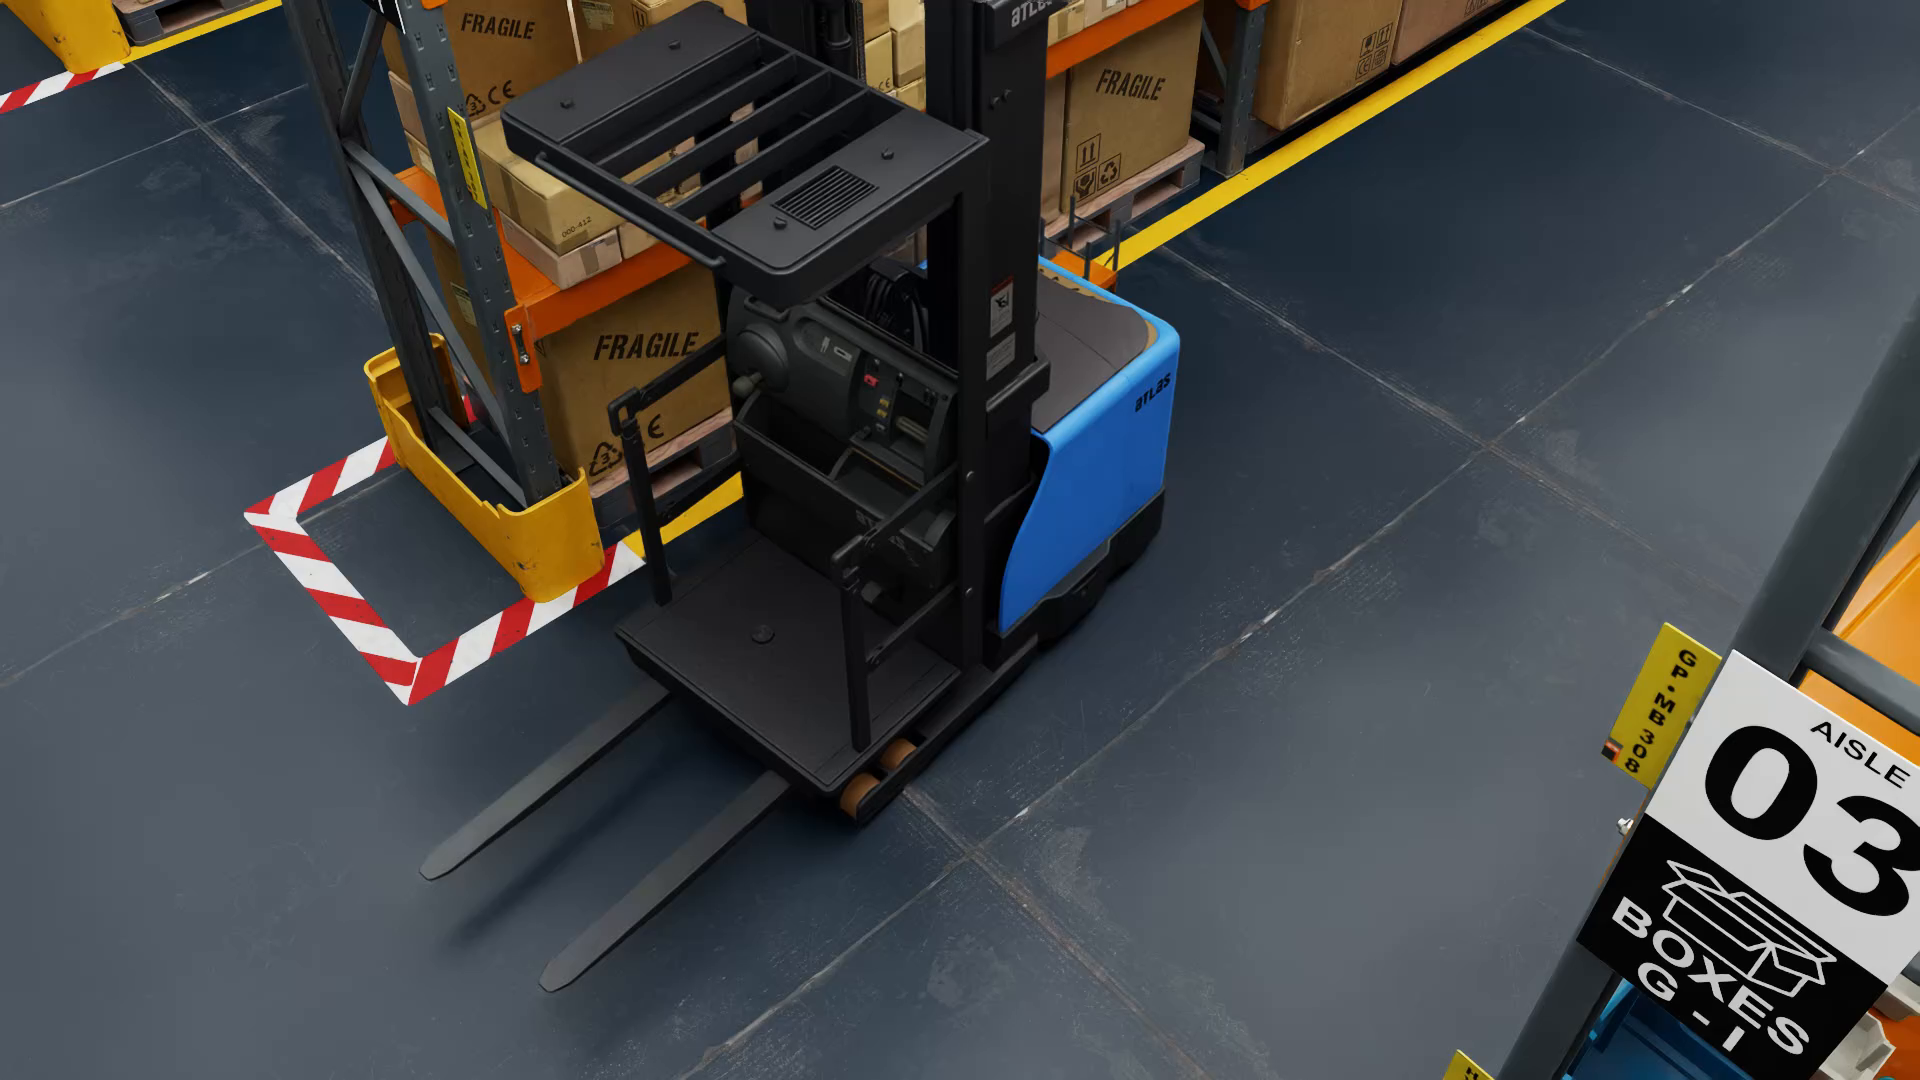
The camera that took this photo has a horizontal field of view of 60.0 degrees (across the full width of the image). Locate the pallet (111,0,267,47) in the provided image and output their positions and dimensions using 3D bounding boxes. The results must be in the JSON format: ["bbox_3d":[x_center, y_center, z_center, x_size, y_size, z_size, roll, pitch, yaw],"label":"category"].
[{"bbox_3d":[-4.477,-3.386,9.730,1.213,0.211,1.003,-34,56,-27],"label":"pallet"}]

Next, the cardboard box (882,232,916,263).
[{"bbox_3d":[-0.803,-1.396,7.157,0.875,0.875,0.875,-34,56,-27],"label":"cardboard box"}]

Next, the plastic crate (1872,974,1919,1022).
[{"bbox_3d":[2.142,0.961,3.961,0.243,0.136,0.396,-34,56,-27],"label":"plastic crate"}]

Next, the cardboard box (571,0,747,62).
[{"bbox_3d":[-0.989,-1.806,5.765,0.500,0.500,0.500,-35,56,-28],"label":"cardboard box"}]

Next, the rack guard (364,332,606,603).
[{"bbox_3d":[-1.914,-0.305,6.691,0.348,0.500,1.175,-34,56,-27],"label":"rack guard"}]

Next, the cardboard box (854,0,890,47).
[{"bbox_3d":[-0.610,-2.066,6.004,0.500,0.500,0.500,-35,56,-28],"label":"cardboard box"}]

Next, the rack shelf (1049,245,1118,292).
[{"bbox_3d":[0.453,-1.008,6.435,0.258,0.103,0.180,33,55,26],"label":"rack shelf"}]

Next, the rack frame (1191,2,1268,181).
[{"bbox_3d":[1.064,-3.142,7.608,0.127,3.000,1.000,-34,56,-27],"label":"rack frame"}]

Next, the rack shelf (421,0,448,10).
[{"bbox_3d":[-0.416,-2.926,5.857,4.000,0.370,1.077,-34,56,-27],"label":"rack shelf"}]

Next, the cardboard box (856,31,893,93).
[{"bbox_3d":[-0.605,-1.812,6.280,0.500,0.250,0.500,-36,57,-28],"label":"cardboard box"}]

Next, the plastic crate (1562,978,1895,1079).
[{"bbox_3d":[1.558,1.230,3.509,0.499,0.435,0.616,-34,56,-27],"label":"plastic crate"}]

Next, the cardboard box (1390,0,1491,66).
[{"bbox_3d":[2.184,-3.333,8.945,0.875,0.875,1.225,-36,57,-28],"label":"cardboard box"}]

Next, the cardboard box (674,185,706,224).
[{"bbox_3d":[-1.033,-1.329,6.107,0.250,0.149,0.380,-35,56,-28],"label":"cardboard box"}]

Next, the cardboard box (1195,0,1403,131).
[{"bbox_3d":[1.524,-2.891,8.536,0.875,0.875,1.225,-34,56,-27],"label":"cardboard box"}]

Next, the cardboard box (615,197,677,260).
[{"bbox_3d":[-1.222,-1.203,5.990,0.250,0.149,0.380,-35,56,-28],"label":"cardboard box"}]

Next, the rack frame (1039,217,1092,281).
[{"bbox_3d":[0.393,-0.744,6.620,0.240,1.200,0.006,33,55,26],"label":"rack frame"}]

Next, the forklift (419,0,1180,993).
[{"bbox_3d":[-0.532,-0.438,5.160,1.130,2.935,3.031,33,55,26],"label":"forklift"}]

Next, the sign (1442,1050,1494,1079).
[{"bbox_3d":[1.054,1.183,3.507,0.005,0.325,0.100,-34,56,-27],"label":"sign"}]

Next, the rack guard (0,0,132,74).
[{"bbox_3d":[-5.101,-3.101,9.271,0.348,0.500,1.175,-34,56,-27],"label":"rack guard"}]

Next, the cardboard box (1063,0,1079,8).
[{"bbox_3d":[0.155,-2.321,6.750,0.500,0.250,0.500,-33,55,-26],"label":"cardboard box"}]

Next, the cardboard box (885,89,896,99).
[{"bbox_3d":[-0.461,-1.712,6.460,0.250,0.149,0.380,-34,56,-27],"label":"cardboard box"}]

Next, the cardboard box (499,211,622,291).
[{"bbox_3d":[-1.411,-1.075,5.872,0.250,0.149,0.380,-33,55,-27],"label":"cardboard box"}]

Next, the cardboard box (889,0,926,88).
[{"bbox_3d":[-0.222,-2.072,6.521,0.500,0.250,0.500,-35,56,-28],"label":"cardboard box"}]

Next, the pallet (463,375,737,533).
[{"bbox_3d":[-1.357,-0.656,7.212,1.213,0.211,1.003,-34,56,-27],"label":"pallet"}]

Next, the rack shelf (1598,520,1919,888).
[{"bbox_3d":[2.916,-0.233,3.372,4.000,0.370,1.077,-34,56,-27],"label":"rack shelf"}]

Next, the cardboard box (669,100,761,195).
[{"bbox_3d":[-0.979,-1.565,6.053,0.500,0.250,0.500,-34,56,-28],"label":"cardboard box"}]

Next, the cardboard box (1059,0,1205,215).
[{"bbox_3d":[0.522,-2.281,7.973,0.875,0.875,0.875,-34,56,-27],"label":"cardboard box"}]

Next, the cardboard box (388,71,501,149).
[{"bbox_3d":[-1.716,-1.598,6.083,0.500,0.250,0.500,-35,56,-28],"label":"cardboard box"}]

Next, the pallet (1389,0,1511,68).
[{"bbox_3d":[2.487,-3.225,9.582,1.213,0.211,1.003,-34,56,-27],"label":"pallet"}]

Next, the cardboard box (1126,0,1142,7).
[{"bbox_3d":[0.678,-2.473,7.162,0.250,0.149,0.380,-35,56,-28],"label":"cardboard box"}]

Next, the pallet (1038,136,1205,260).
[{"bbox_3d":[0.449,-1.863,8.325,1.213,0.211,1.003,-34,56,-27],"label":"pallet"}]

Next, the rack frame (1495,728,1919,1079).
[{"bbox_3d":[1.436,1.529,3.298,0.127,3.000,1.000,-34,56,-27],"label":"rack frame"}]

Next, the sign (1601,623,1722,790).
[{"bbox_3d":[1.054,0.256,2.503,0.005,0.325,0.100,-34,56,-27],"label":"sign"}]

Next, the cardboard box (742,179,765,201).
[{"bbox_3d":[-0.841,-1.459,6.226,0.250,0.149,0.380,-35,56,-28],"label":"cardboard box"}]

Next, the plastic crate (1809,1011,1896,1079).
[{"bbox_3d":[1.918,1.097,3.836,0.243,0.136,0.396,-34,56,-27],"label":"plastic crate"}]

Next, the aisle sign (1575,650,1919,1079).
[{"bbox_3d":[1.186,0.524,2.457,0.004,0.787,0.394,-34,56,-27],"label":"aisle sign"}]

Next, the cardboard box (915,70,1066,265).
[{"bbox_3d":[-0.144,-1.836,7.563,0.875,0.875,0.875,-34,56,-27],"label":"cardboard box"}]

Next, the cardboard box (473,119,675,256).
[{"bbox_3d":[-1.359,-1.305,5.812,0.500,0.250,0.500,-35,56,-28],"label":"cardboard box"}]

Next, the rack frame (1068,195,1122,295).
[{"bbox_3d":[0.513,-0.845,6.713,0.240,1.200,0.006,33,55,26],"label":"rack frame"}]

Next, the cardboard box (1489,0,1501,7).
[{"bbox_3d":[2.834,-3.775,9.352,0.875,0.875,1.225,-34,56,-27],"label":"cardboard box"}]

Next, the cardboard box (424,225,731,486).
[{"bbox_3d":[-1.476,-0.946,6.742,0.875,0.875,0.875,-34,56,-27],"label":"cardboard box"}]

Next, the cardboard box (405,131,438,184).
[{"bbox_3d":[-1.854,-1.434,6.203,0.250,0.149,0.380,-33,55,-27],"label":"cardboard box"}]

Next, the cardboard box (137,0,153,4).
[{"bbox_3d":[-4.555,-3.172,9.290,0.250,0.149,0.380,-33,55,-26],"label":"cardboard box"}]

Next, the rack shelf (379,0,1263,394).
[{"bbox_3d":[-0.416,-1.909,6.960,4.000,0.370,1.077,-34,56,-27],"label":"rack shelf"}]

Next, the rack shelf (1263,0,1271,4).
[{"bbox_3d":[2.544,-3.887,8.785,4.000,0.370,1.077,-34,56,-27],"label":"rack shelf"}]

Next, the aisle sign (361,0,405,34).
[{"bbox_3d":[-1.747,-1.847,4.644,0.004,0.787,0.394,-34,56,-27],"label":"aisle sign"}]

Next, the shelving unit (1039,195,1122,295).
[{"bbox_3d":[0.453,-0.794,6.667,0.258,1.200,0.189,33,55,26],"label":"shelving unit"}]

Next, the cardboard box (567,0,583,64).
[{"bbox_3d":[-1.340,-1.848,6.314,0.500,0.250,0.500,-35,56,-28],"label":"cardboard box"}]

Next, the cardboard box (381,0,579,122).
[{"bbox_3d":[-1.712,-1.852,5.807,0.500,0.500,0.500,-33,55,-27],"label":"cardboard box"}]

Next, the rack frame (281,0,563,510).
[{"bbox_3d":[-1.896,-1.164,5.783,0.127,3.000,1.000,-34,56,-27],"label":"rack frame"}]

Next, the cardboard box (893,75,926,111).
[{"bbox_3d":[-0.274,-1.836,6.574,0.250,0.149,0.380,-35,56,-28],"label":"cardboard box"}]

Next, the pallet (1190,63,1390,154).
[{"bbox_3d":[1.584,-2.619,9.023,1.213,0.211,1.003,-34,56,-27],"label":"pallet"}]

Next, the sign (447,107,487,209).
[{"bbox_3d":[-1.527,-1.180,5.155,0.005,0.325,0.100,-34,56,-27],"label":"sign"}]

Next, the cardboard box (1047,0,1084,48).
[{"bbox_3d":[0.297,-2.219,6.927,0.250,0.149,0.380,-33,55,-27],"label":"cardboard box"}]

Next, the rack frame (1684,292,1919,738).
[{"bbox_3d":[1.436,-0.505,1.093,0.127,3.000,1.000,-34,56,-27],"label":"rack frame"}]

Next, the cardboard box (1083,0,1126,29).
[{"bbox_3d":[0.488,-2.346,7.045,0.250,0.149,0.380,-33,55,-27],"label":"cardboard box"}]
